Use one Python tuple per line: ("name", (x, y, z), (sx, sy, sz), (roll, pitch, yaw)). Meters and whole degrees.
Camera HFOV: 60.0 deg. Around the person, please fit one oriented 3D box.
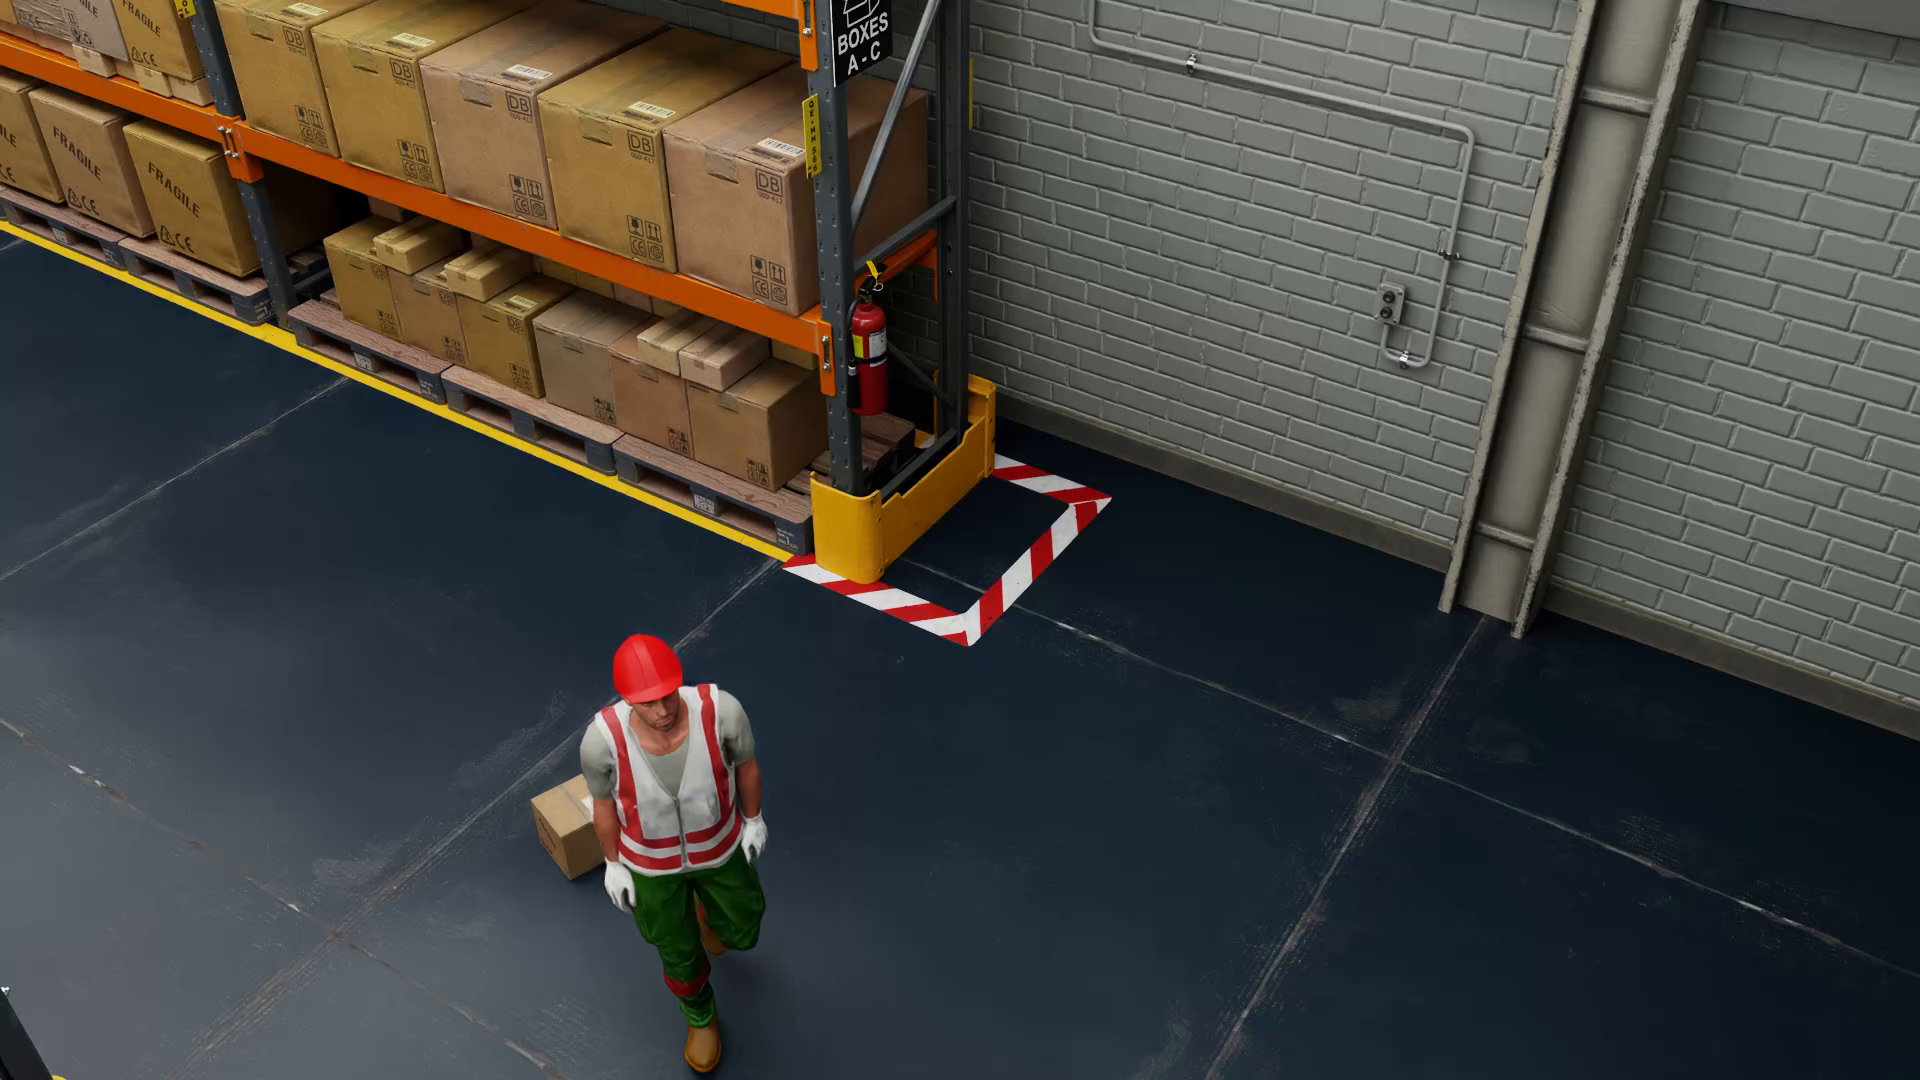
("person", (-0.905, 0.948, 5.415), (0.548, 1.779, 0.647), (-11, 39, -13))
